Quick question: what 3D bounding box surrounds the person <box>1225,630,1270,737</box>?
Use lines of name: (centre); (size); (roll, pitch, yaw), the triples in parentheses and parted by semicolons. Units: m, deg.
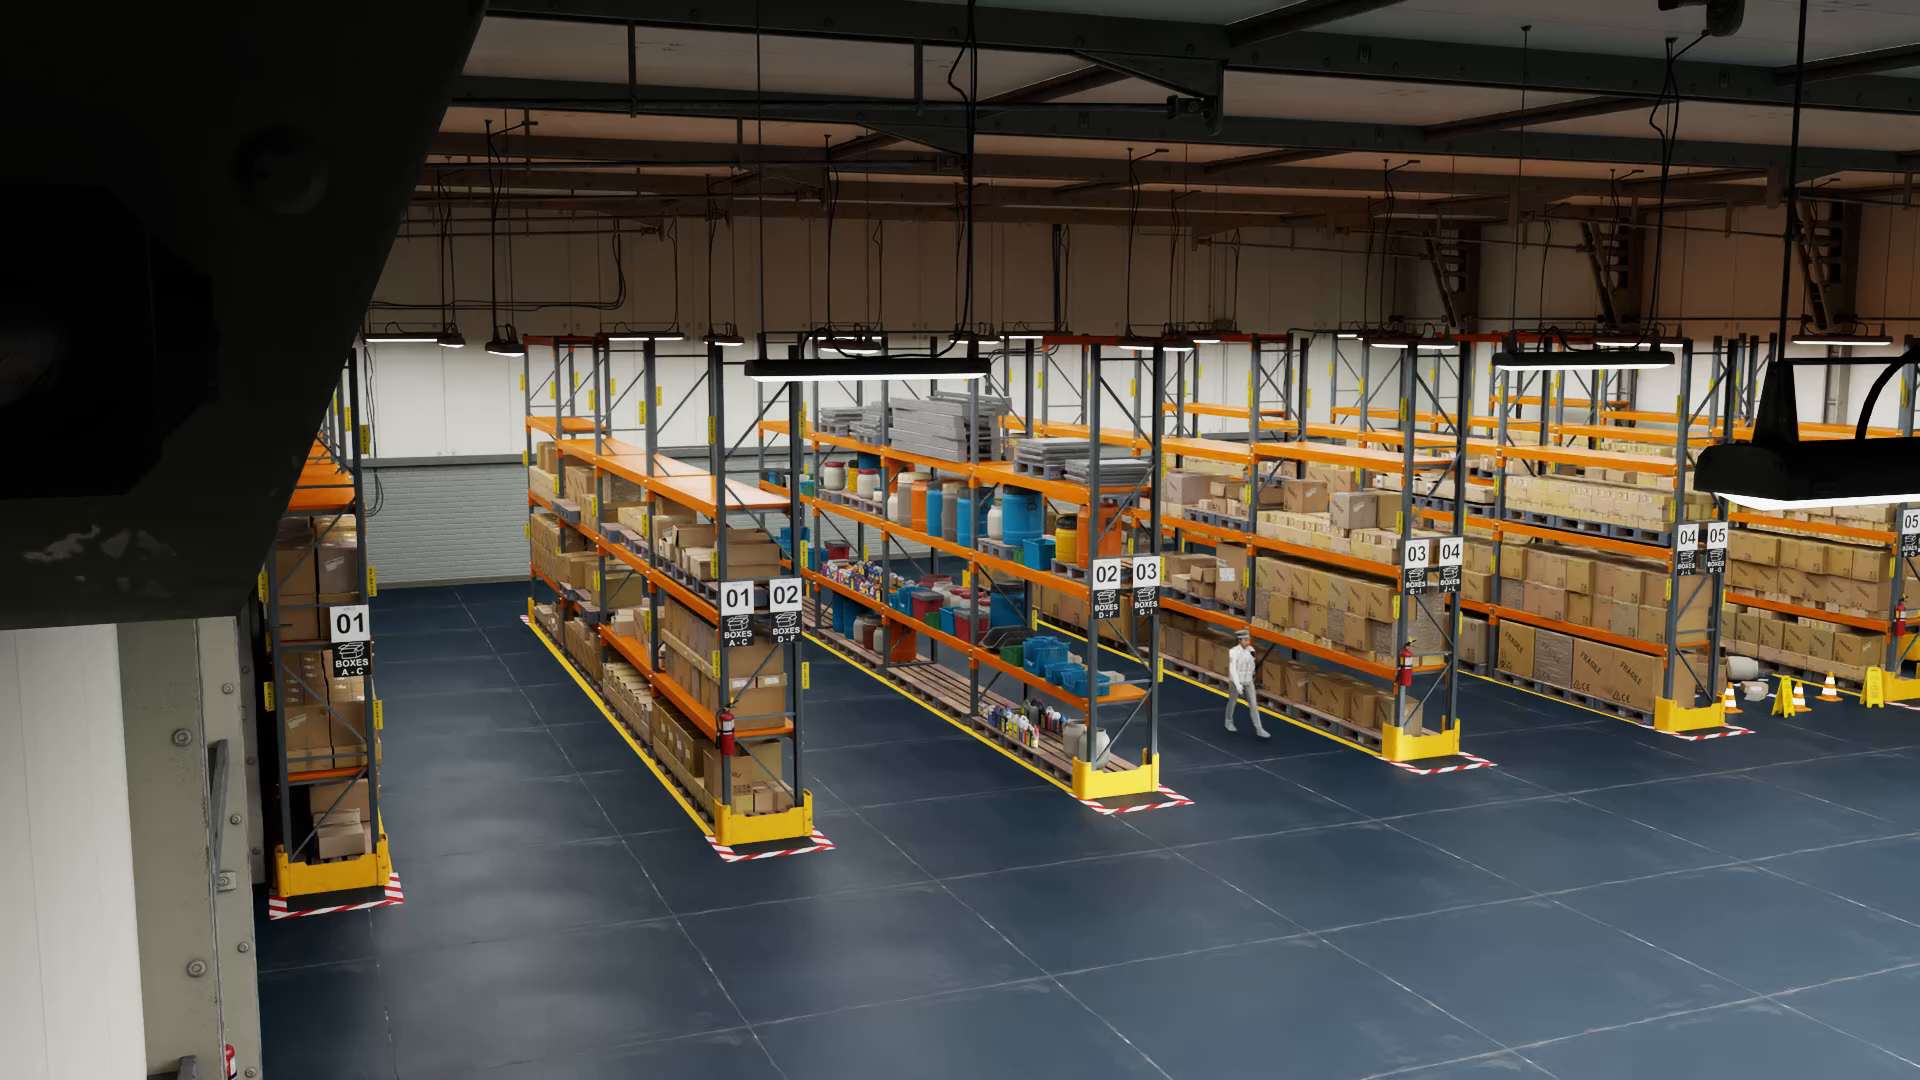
person: (4.317, 2.160, 25.186); (0.505, 1.625, 0.991); (-2, 8, -15)

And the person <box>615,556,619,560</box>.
person: (-8.305, 0.266, 39.635); (0.688, 1.575, 0.402); (-1, 8, -8)
